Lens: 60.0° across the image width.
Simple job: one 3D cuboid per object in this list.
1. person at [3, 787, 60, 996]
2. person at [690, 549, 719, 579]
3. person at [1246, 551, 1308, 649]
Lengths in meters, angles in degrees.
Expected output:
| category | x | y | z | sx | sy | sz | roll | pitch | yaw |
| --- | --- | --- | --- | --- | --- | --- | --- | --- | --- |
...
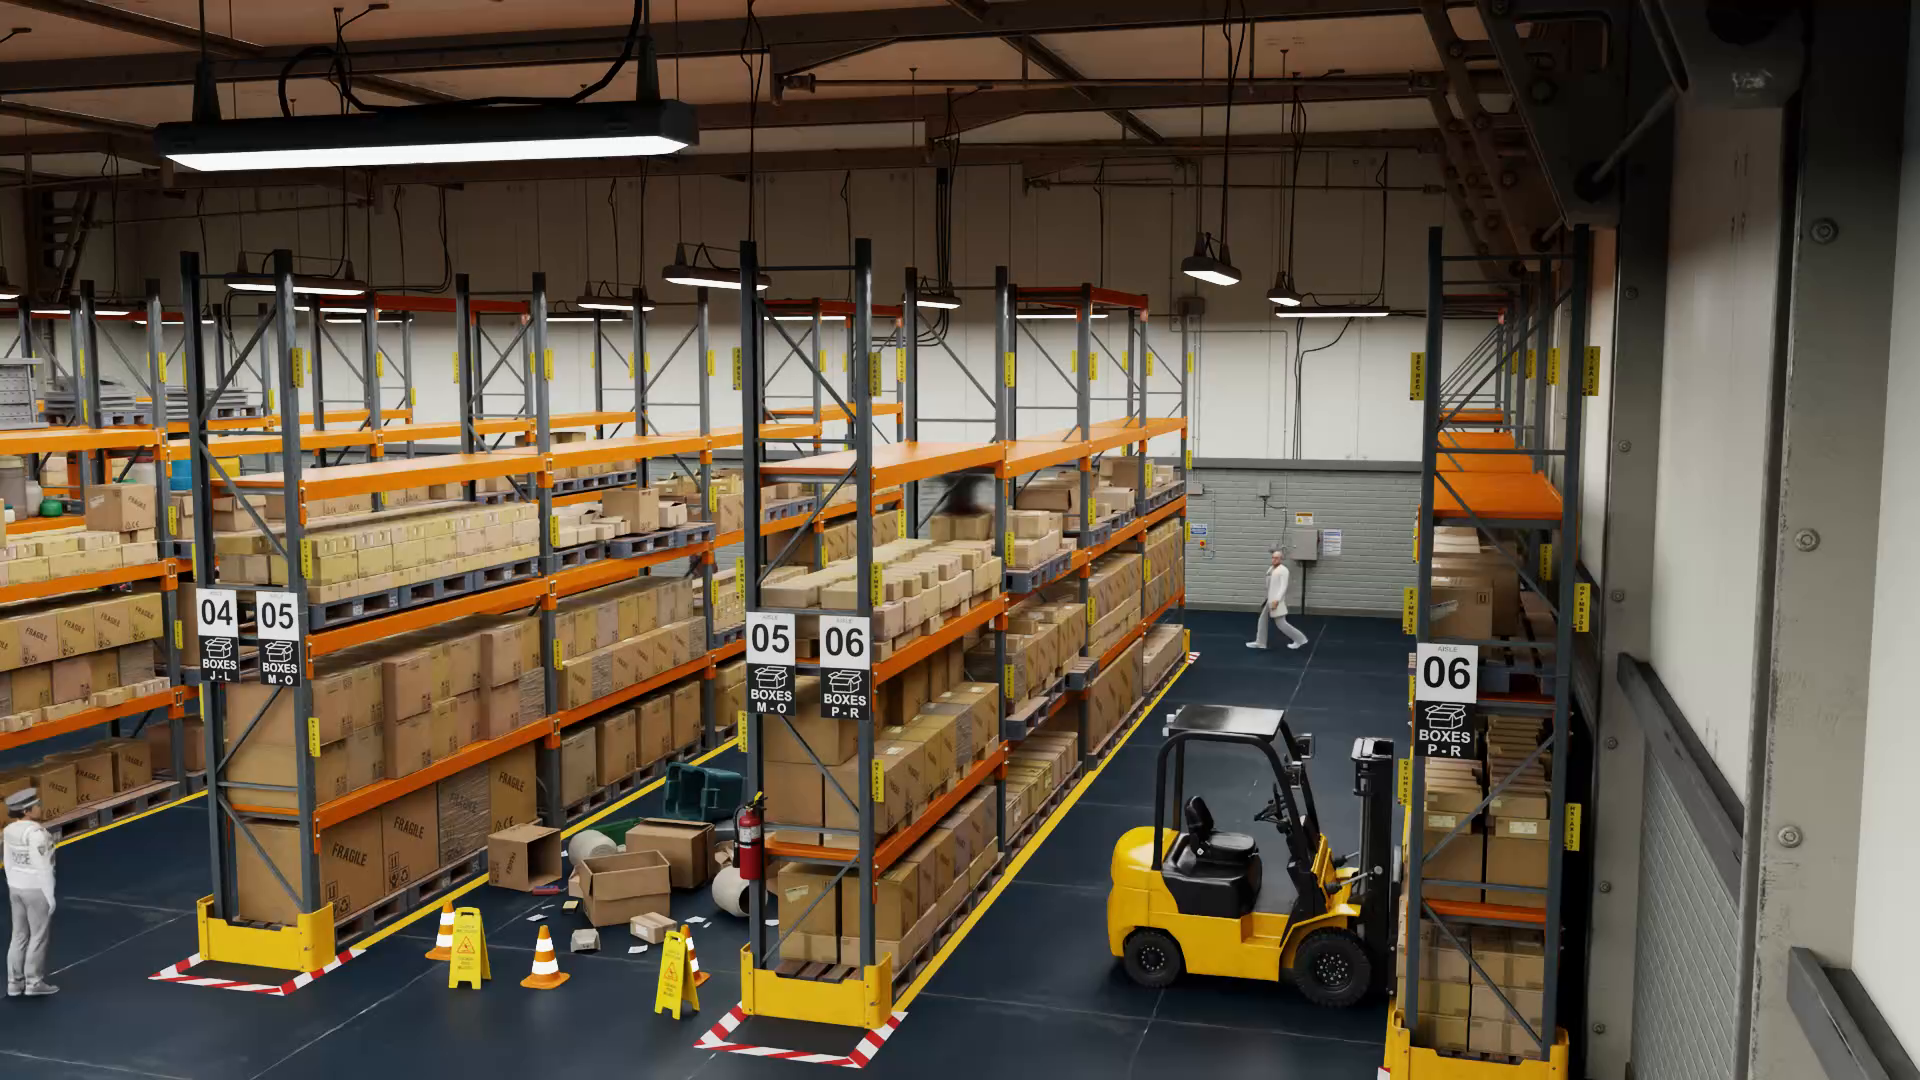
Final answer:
| category | x | y | z | sx | sy | sz | roll | pitch | yaw |
| --- | --- | --- | --- | --- | --- | --- | --- | --- | --- |
| person | -7.512 | 2.844 | 13.411 | 0.567 | 1.718 | 0.395 | 3 | 7 | 26 |
| person | -4.732 | 0.786 | 31.217 | 0.479 | 1.766 | 0.639 | 6 | 9 | 42 |
| person | 5.534 | 1.060 | 28.963 | 1.077 | 1.736 | 0.634 | 1 | 7 | 11 |
